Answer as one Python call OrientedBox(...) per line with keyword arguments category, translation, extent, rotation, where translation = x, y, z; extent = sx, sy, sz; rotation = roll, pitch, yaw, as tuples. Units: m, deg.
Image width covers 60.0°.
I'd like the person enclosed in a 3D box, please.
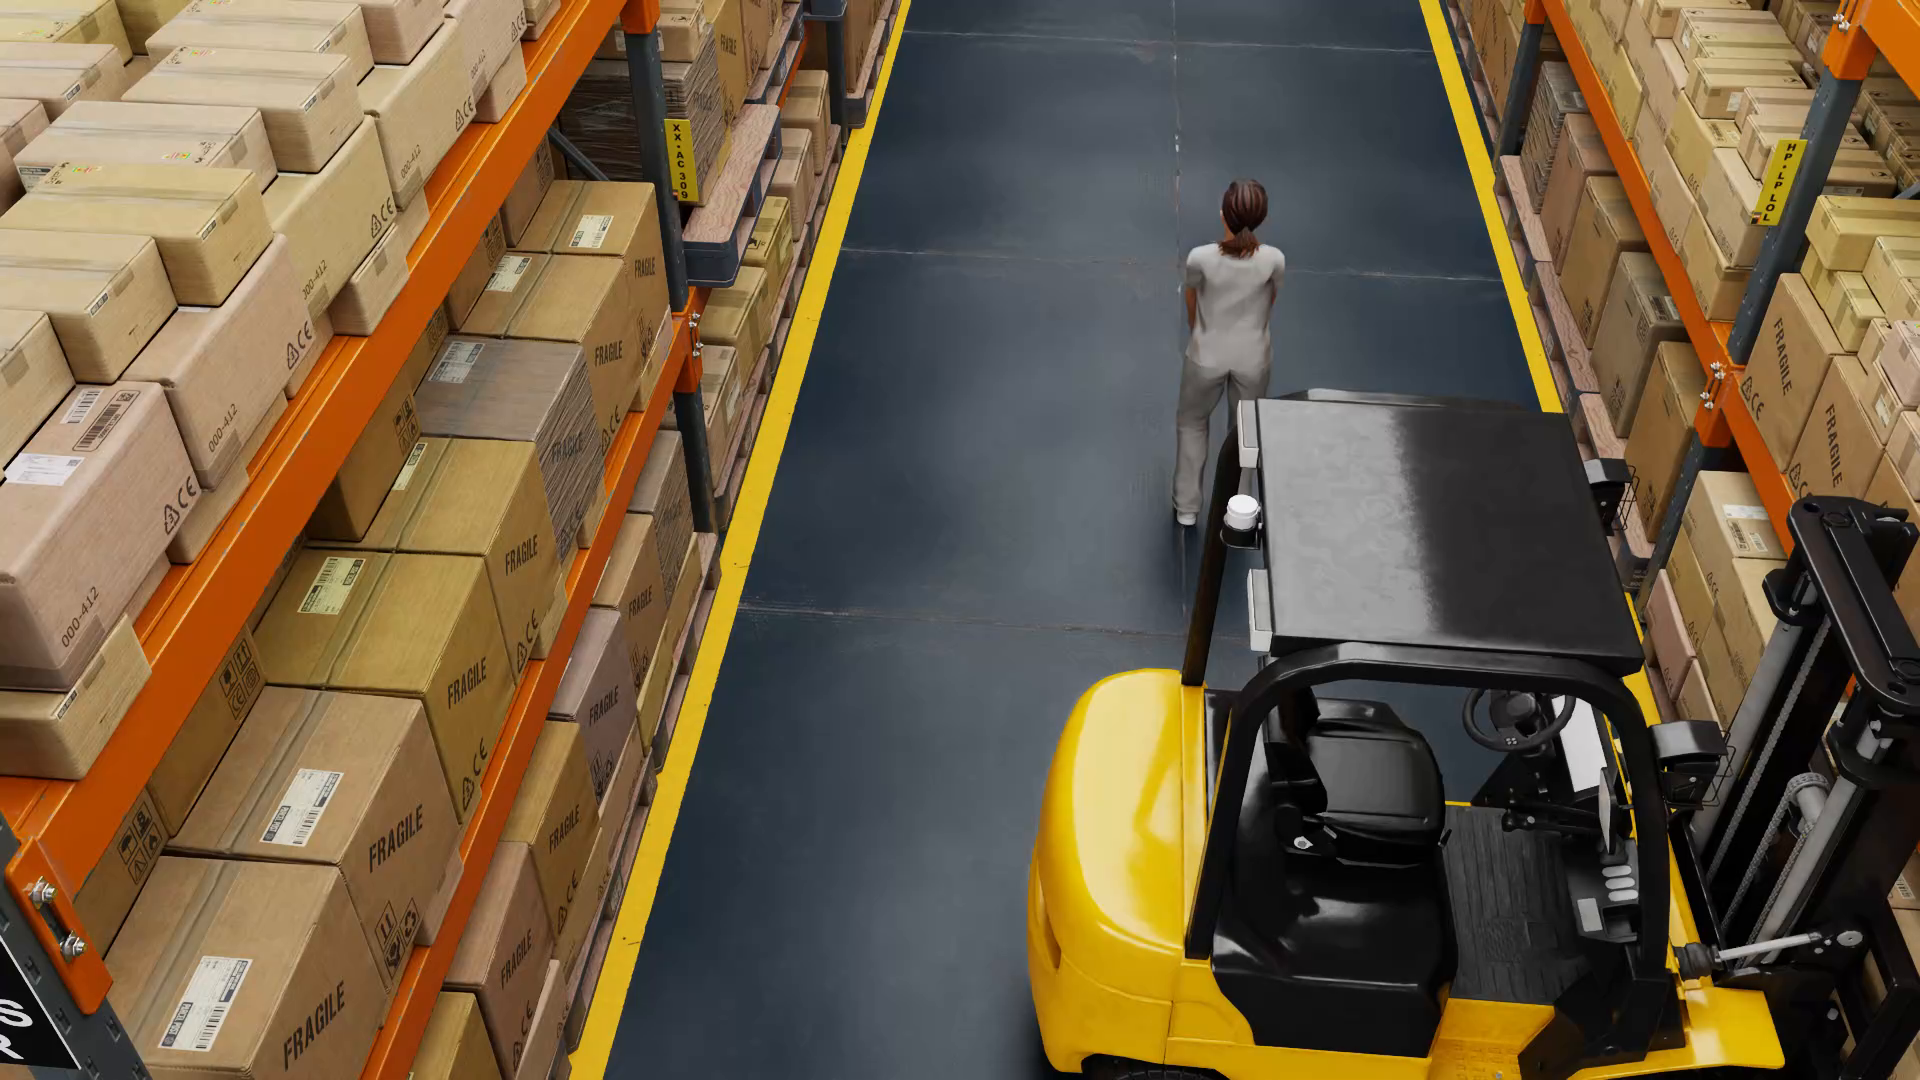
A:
OrientedBox(category="person", translation=(1.134, -0.823, 7.141), extent=(0.410, 1.668, 0.500), rotation=(3, 40, 3))
